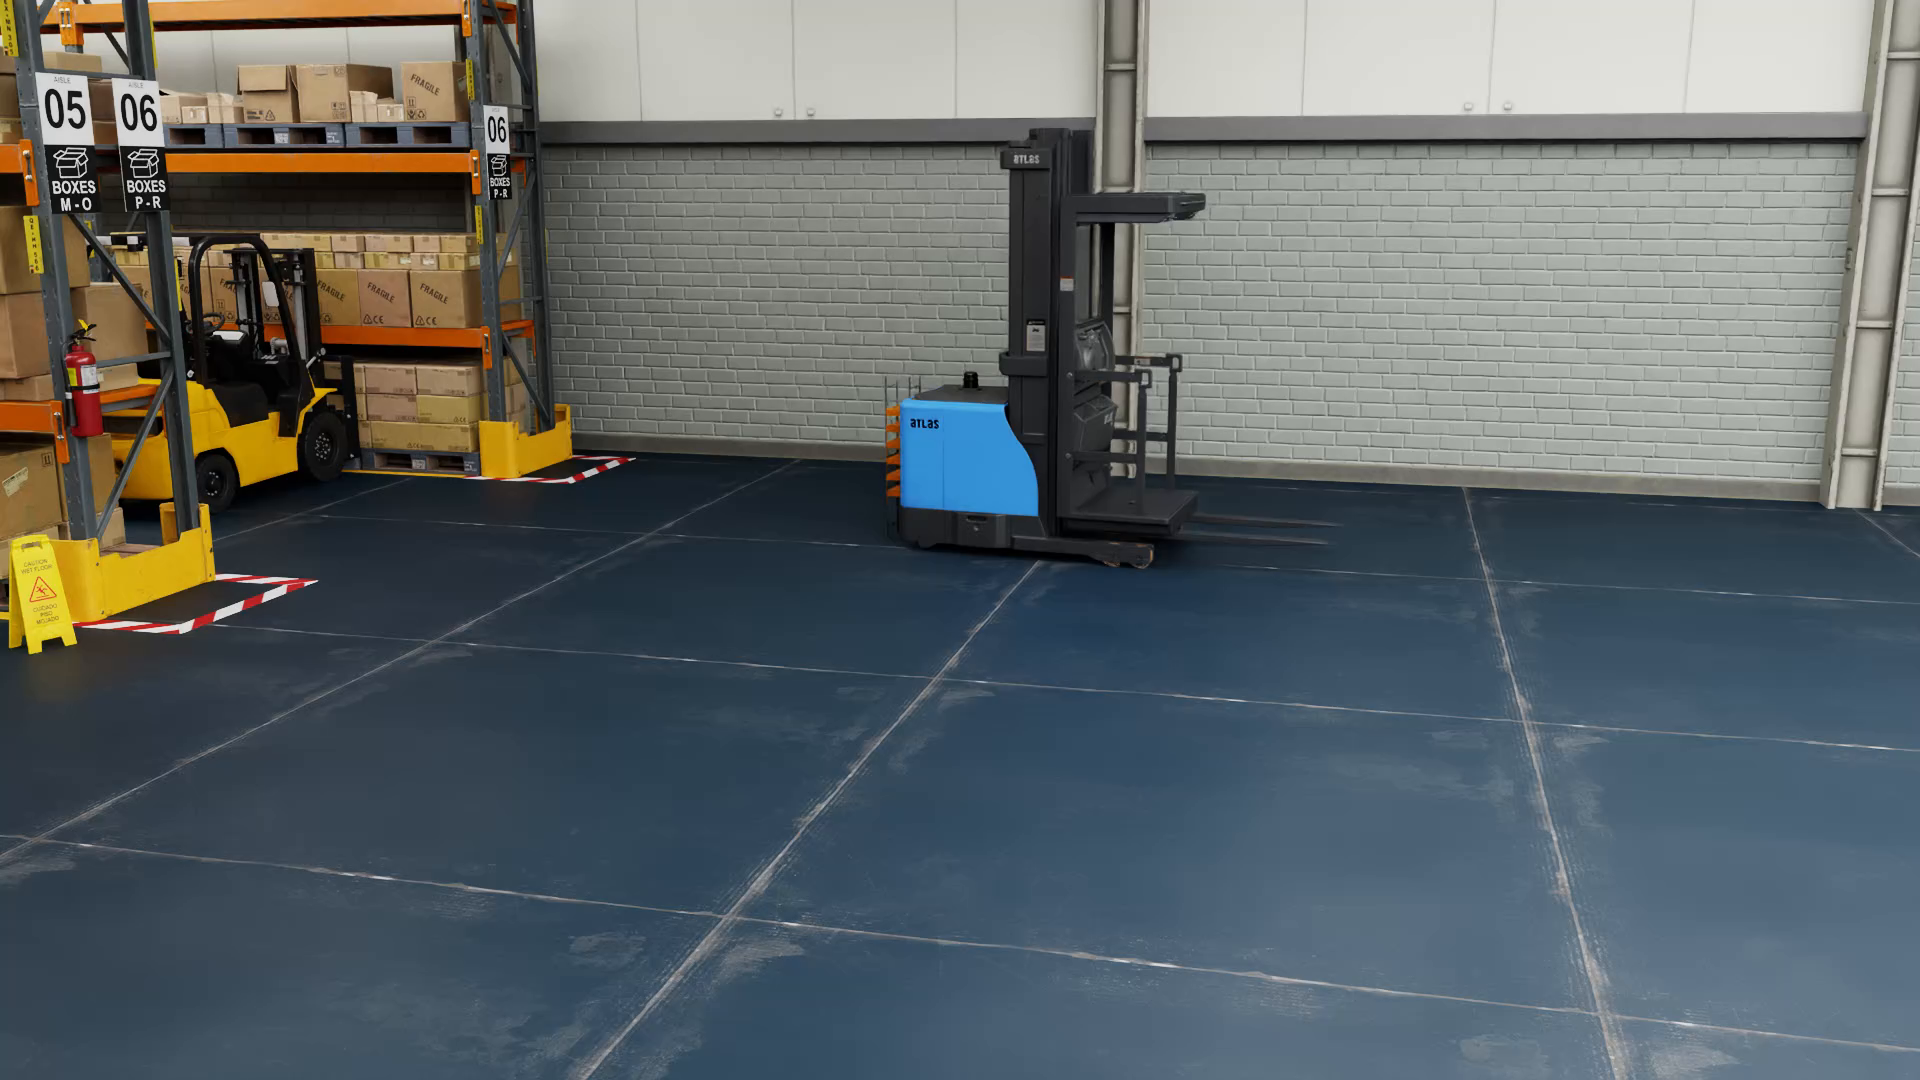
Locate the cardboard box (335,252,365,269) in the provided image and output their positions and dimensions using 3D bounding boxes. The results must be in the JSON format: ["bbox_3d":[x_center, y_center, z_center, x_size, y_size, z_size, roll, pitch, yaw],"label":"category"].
[{"bbox_3d":[-5.388,-2.515,14.914,0.250,0.149,0.380,3,13,12],"label":"cardboard box"}]

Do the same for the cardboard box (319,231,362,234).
[{"bbox_3d":[-5.753,-2.797,15.499,0.250,0.149,0.380,3,13,14],"label":"cardboard box"}]

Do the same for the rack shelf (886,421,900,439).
[{"bbox_3d":[-0.416,-0.809,12.207,0.180,0.103,0.258,4,13,19],"label":"rack shelf"}]

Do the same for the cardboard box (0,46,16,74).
[{"bbox_3d":[-5.568,-2.780,9.652,0.250,0.149,0.380,3,13,14],"label":"cardboard box"}]

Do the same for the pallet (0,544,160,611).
[{"bbox_3d":[-6.023,0.214,10.781,1.213,0.211,1.003,3,13,14],"label":"pallet"}]

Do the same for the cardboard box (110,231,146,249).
[{"bbox_3d":[-7.629,-2.777,15.409,0.250,0.149,0.380,3,13,15],"label":"cardboard box"}]

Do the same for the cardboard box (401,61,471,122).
[{"bbox_3d":[-4.472,-3.876,14.423,0.500,0.500,0.500,3,13,15],"label":"cardboard box"}]

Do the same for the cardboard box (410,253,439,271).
[{"bbox_3d":[-4.643,-2.469,14.709,0.250,0.149,0.380,3,13,14],"label":"cardboard box"}]

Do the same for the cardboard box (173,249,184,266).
[{"bbox_3d":[-7.109,-2.618,15.380,0.250,0.149,0.380,3,13,13],"label":"cardboard box"}]

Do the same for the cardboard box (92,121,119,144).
[{"bbox_3d":[-5.414,-2.521,10.325,0.250,0.149,0.380,3,13,14],"label":"cardboard box"}]

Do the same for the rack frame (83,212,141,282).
[{"bbox_3d":[-7.867,-2.345,15.878,0.127,3.000,1.000,3,13,14],"label":"rack frame"}]

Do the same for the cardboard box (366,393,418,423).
[{"bbox_3d":[-5.015,-1.232,15.086,0.500,0.250,0.500,3,13,13],"label":"cardboard box"}]

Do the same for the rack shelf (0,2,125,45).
[{"bbox_3d":[-9.809,-4.831,15.818,4.000,0.370,1.077,3,13,14],"label":"rack shelf"}]

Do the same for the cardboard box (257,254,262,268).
[{"bbox_3d":[-6.385,-2.566,15.147,0.250,0.149,0.380,3,13,12],"label":"cardboard box"}]

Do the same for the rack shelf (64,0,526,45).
[{"bbox_3d":[-5.925,-4.624,14.882,4.000,0.370,1.077,3,13,14],"label":"rack shelf"}]

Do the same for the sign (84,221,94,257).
[{"bbox_3d":[-7.988,-2.757,15.245,0.005,0.325,0.100,3,13,14],"label":"sign"}]

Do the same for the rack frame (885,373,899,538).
[{"bbox_3d":[-0.502,-0.624,12.278,0.006,1.200,0.240,4,13,19],"label":"rack frame"}]

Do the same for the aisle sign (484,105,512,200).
[{"bbox_3d":[-3.990,-3.341,14.368,0.004,0.787,0.394,3,13,14],"label":"aisle sign"}]

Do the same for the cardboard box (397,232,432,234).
[{"bbox_3d":[-5.001,-2.758,15.324,0.250,0.149,0.380,3,13,14],"label":"cardboard box"}]

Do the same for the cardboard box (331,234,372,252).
[{"bbox_3d":[-5.393,-2.655,14.862,0.250,0.149,0.380,3,13,15],"label":"cardboard box"}]

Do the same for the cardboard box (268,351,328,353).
[{"bbox_3d":[-6.360,-1.659,15.855,0.500,0.250,0.500,3,13,14],"label":"cardboard box"}]

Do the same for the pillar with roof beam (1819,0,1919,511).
[{"bbox_3d":[6.175,-3.764,8.423,0.400,9.000,9.100,3,13,14],"label":"pillar with roof beam"}]

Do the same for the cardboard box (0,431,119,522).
[{"bbox_3d":[-5.909,-0.423,10.864,0.500,0.500,0.500,3,13,12],"label":"cardboard box"}]

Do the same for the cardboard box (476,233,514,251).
[{"bbox_3d":[-4.259,-2.711,15.111,0.250,0.149,0.380,3,13,12],"label":"cardboard box"}]

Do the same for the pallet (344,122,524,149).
[{"bbox_3d":[-4.664,-3.601,14.817,1.213,0.211,1.003,3,13,14],"label":"pallet"}]

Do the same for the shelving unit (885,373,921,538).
[{"bbox_3d":[-0.416,-0.618,12.249,0.189,1.200,0.258,4,13,19],"label":"shelving unit"}]

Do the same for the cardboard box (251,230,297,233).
[{"bbox_3d":[-6.486,-2.853,15.751,0.250,0.149,0.380,3,13,13],"label":"cardboard box"}]

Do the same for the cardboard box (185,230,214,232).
[{"bbox_3d":[-7.251,-2.881,15.879,0.250,0.149,0.380,3,13,12],"label":"cardboard box"}]

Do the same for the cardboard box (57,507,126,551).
[{"bbox_3d":[-5.886,-0.056,10.940,0.500,0.250,0.500,3,13,13],"label":"cardboard box"}]

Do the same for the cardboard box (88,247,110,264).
[{"bbox_3d":[-8.252,-2.682,15.667,0.250,0.149,0.380,4,13,15],"label":"cardboard box"}]

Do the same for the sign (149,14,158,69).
[{"bbox_3d":[-5.039,-3.099,10.332,0.005,0.325,0.100,3,13,14],"label":"sign"}]

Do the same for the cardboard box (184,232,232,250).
[{"bbox_3d":[-6.878,-2.736,15.225,0.250,0.149,0.380,3,13,15],"label":"cardboard box"}]

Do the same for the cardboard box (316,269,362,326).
[{"bbox_3d":[-5.523,-2.212,15.048,0.500,0.500,0.500,3,13,12],"label":"cardboard box"}]

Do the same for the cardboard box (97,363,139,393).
[{"bbox_3d":[-5.450,-1.032,10.540,0.250,0.149,0.380,3,13,14],"label":"cardboard box"}]

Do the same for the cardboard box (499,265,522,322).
[{"bbox_3d":[-4.398,-2.270,15.311,0.500,0.500,0.500,3,13,15],"label":"cardboard box"}]

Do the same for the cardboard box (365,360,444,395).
[{"bbox_3d":[-5.003,-1.472,15.013,0.500,0.250,0.500,3,13,15],"label":"cardboard box"}]

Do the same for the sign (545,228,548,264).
[{"bbox_3d":[-3.845,-2.715,15.365,0.005,0.325,0.100,3,13,14],"label":"sign"}]

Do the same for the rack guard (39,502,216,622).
[{"bbox_3d":[-5.243,0.123,10.526,0.348,0.500,1.175,3,13,14],"label":"rack guard"}]

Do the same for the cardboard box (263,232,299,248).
[{"bbox_3d":[-6.113,-2.717,15.142,0.250,0.149,0.380,3,13,14],"label":"cardboard box"}]

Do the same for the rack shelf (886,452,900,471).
[{"bbox_3d":[-0.416,-0.575,12.259,0.180,0.103,0.258,4,13,19],"label":"rack shelf"}]

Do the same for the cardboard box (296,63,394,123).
[{"bbox_3d":[-5.442,-3.950,14.758,0.500,0.500,0.700,3,13,14],"label":"cardboard box"}]

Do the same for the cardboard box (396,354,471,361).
[{"bbox_3d":[-4.891,-1.578,15.492,0.500,0.250,0.500,3,13,14],"label":"cardboard box"}]

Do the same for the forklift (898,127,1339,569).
[{"bbox_3d":[1.133,-1.364,11.615,3.031,2.935,1.130,4,13,19],"label":"forklift"}]

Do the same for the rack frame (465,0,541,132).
[{"bbox_3d":[-3.984,-5.066,14.293,0.127,3.000,1.000,3,13,14],"label":"rack frame"}]

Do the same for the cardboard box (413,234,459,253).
[{"bbox_3d":[-4.629,-2.629,14.742,0.250,0.149,0.380,3,13,14],"label":"cardboard box"}]

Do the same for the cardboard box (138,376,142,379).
[{"bbox_3d":[-7.473,-1.605,15.612,0.500,0.250,0.500,3,13,13],"label":"cardboard box"}]

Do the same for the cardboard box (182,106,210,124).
[{"bbox_3d":[-6.758,-3.814,14.952,0.250,0.149,0.380,3,13,15],"label":"cardboard box"}]

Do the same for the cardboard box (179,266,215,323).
[{"bbox_3d":[-6.989,-2.292,15.410,0.500,0.500,0.500,3,13,15],"label":"cardboard box"}]

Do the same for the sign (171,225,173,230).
[{"bbox_3d":[-7.736,-2.923,16.303,0.005,0.325,0.100,3,13,14],"label":"sign"}]

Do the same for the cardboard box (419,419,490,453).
[{"bbox_3d":[-4.516,-0.958,15.006,0.500,0.250,0.500,3,13,14],"label":"cardboard box"}]
